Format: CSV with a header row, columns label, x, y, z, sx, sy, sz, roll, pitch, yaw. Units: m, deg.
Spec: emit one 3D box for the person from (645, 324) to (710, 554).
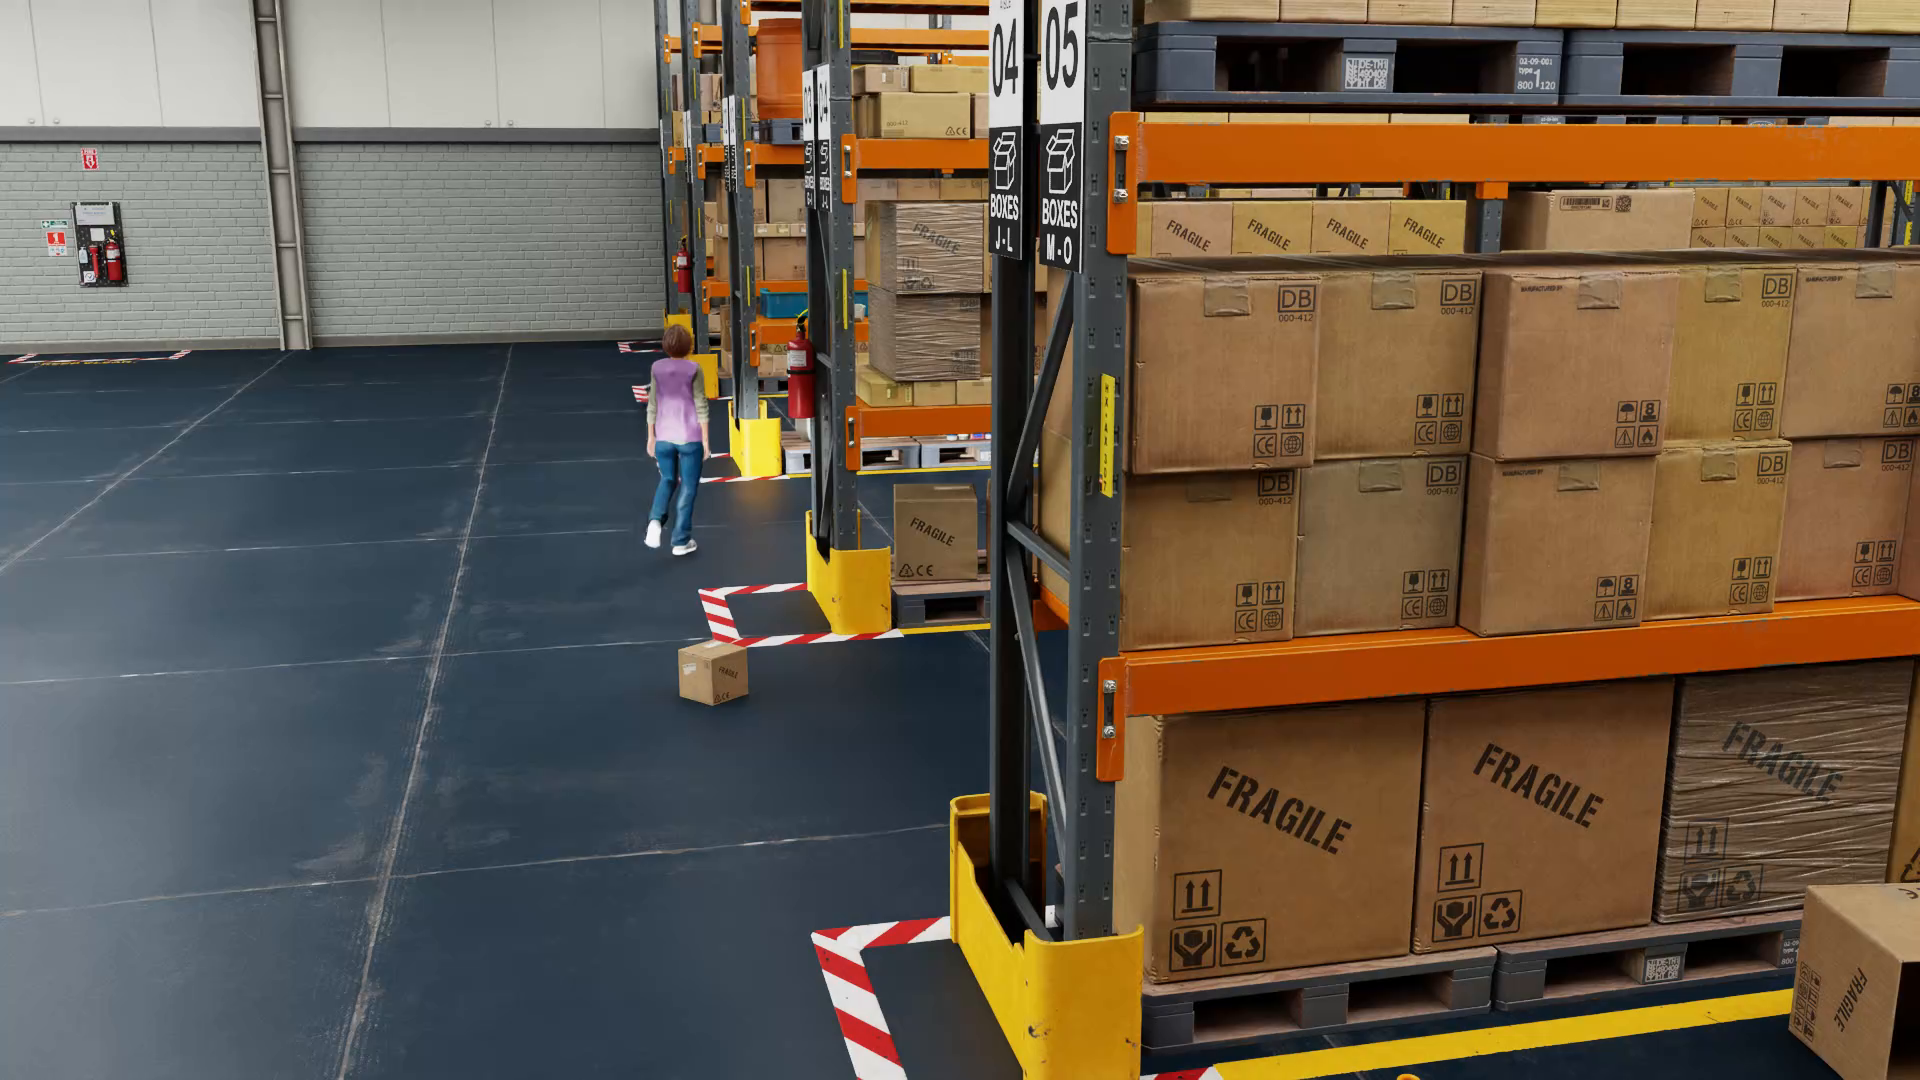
label,x,y,z,sx,sy,sz,roll,pitch,yaw
person,-1.921,-0.669,11.281,0.464,1.588,0.457,3,13,13
